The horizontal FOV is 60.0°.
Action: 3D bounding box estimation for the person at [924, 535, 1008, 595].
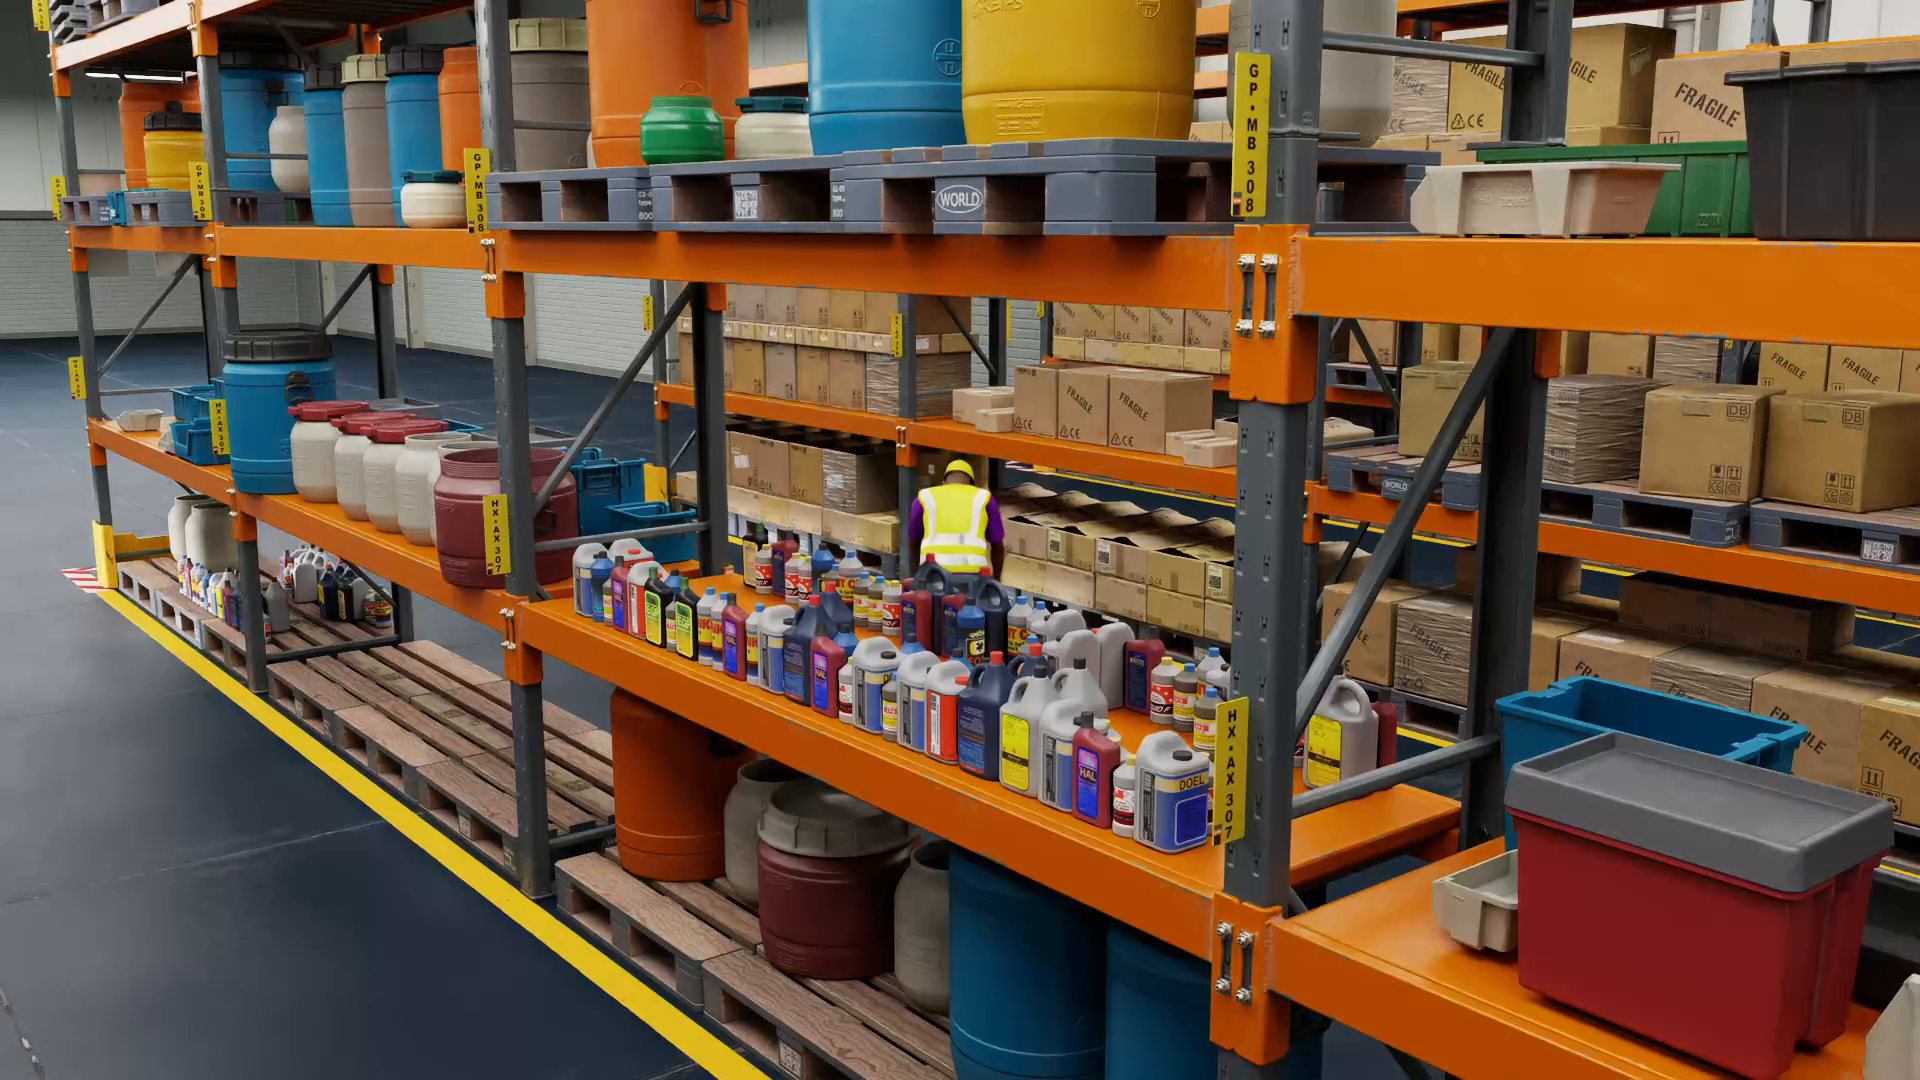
[{"bbox_3d":[0.024,0.381,10.811,0.548,0.882,0.979,1,11,7],"label":"person"}]
